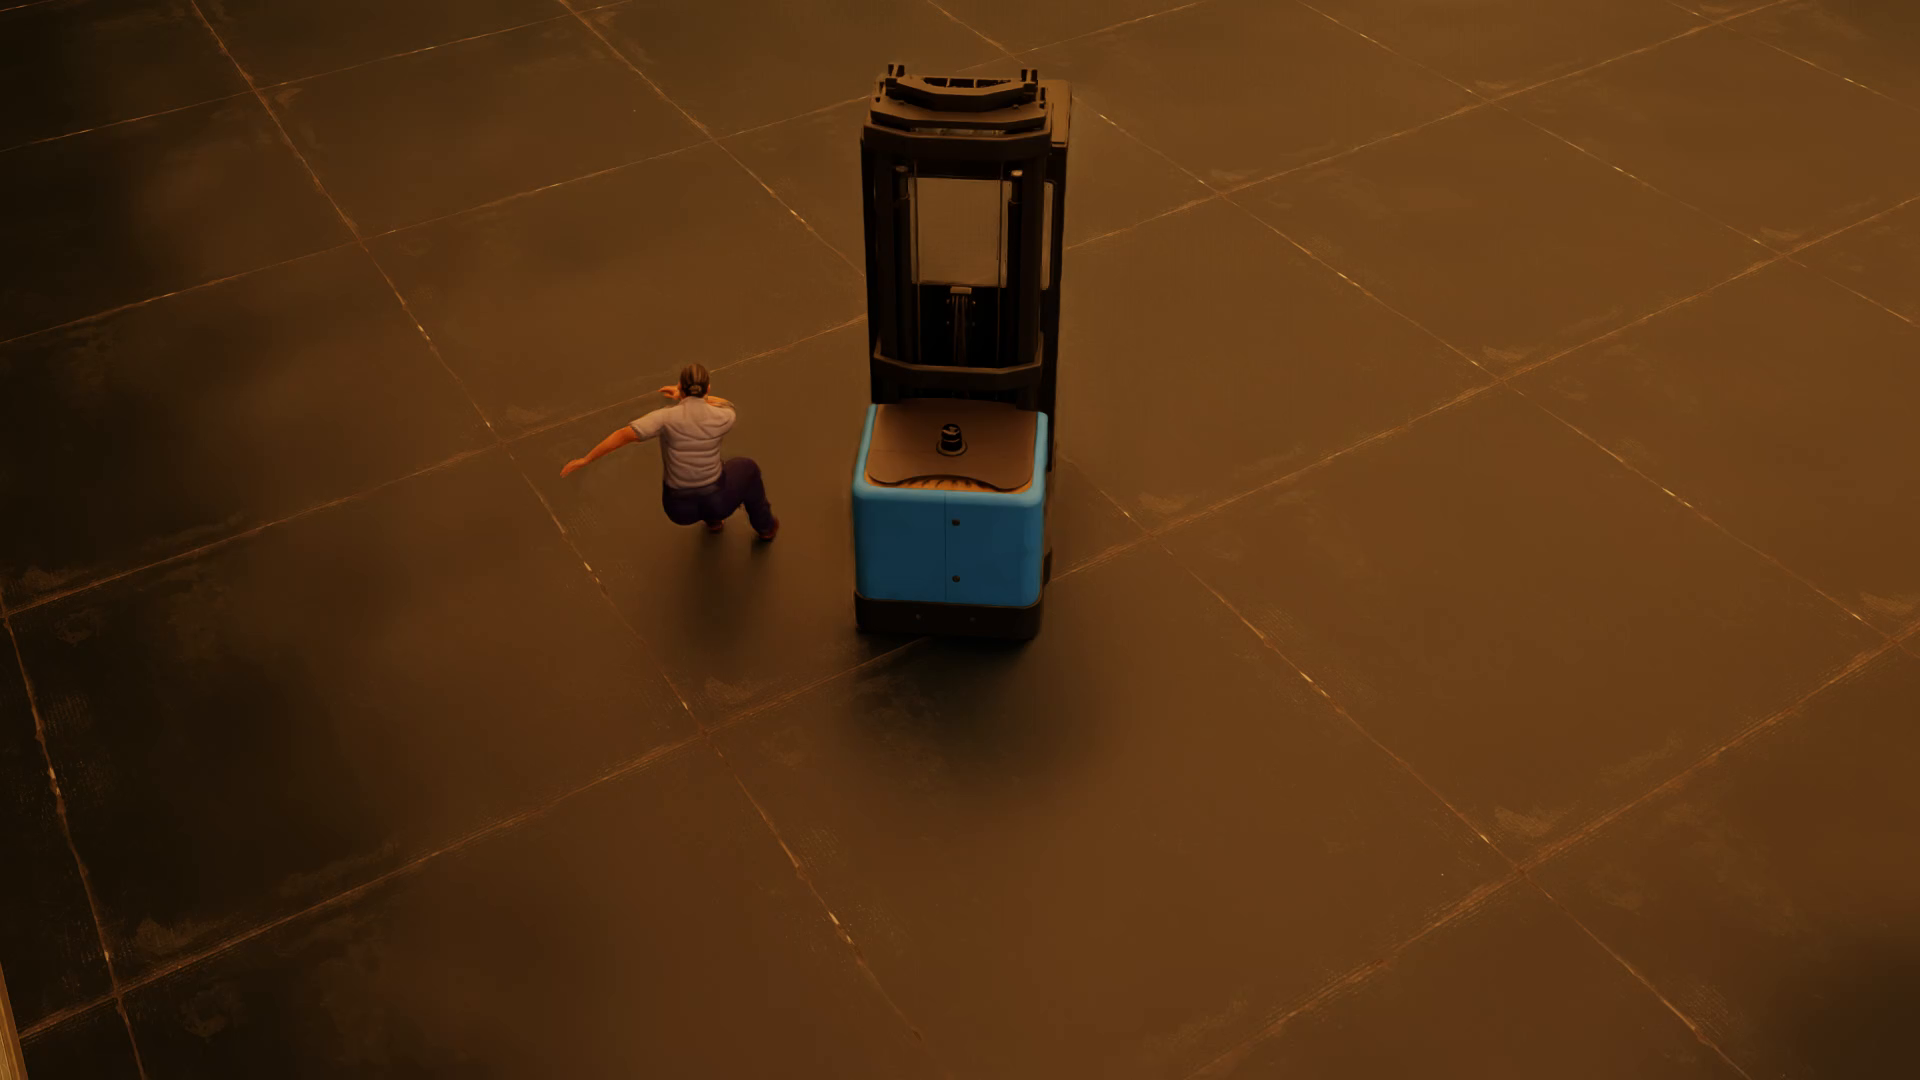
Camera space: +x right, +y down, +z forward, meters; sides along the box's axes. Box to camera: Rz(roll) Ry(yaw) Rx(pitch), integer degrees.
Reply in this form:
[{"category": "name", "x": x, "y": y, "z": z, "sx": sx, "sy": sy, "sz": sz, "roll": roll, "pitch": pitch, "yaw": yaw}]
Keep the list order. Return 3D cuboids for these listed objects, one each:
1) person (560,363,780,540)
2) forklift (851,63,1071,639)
[{"category": "person", "x": -1.656, "y": -0.416, "z": 9.600, "sx": 1.169, "sy": 1.347, "sz": 0.852, "roll": -6, "pitch": 42, "yaw": -7}, {"category": "forklift", "x": 0.040, "y": -1.506, "z": 9.594, "sx": 1.130, "sy": 2.935, "sz": 3.031, "roll": 3, "pitch": 41, "yaw": 3}]
